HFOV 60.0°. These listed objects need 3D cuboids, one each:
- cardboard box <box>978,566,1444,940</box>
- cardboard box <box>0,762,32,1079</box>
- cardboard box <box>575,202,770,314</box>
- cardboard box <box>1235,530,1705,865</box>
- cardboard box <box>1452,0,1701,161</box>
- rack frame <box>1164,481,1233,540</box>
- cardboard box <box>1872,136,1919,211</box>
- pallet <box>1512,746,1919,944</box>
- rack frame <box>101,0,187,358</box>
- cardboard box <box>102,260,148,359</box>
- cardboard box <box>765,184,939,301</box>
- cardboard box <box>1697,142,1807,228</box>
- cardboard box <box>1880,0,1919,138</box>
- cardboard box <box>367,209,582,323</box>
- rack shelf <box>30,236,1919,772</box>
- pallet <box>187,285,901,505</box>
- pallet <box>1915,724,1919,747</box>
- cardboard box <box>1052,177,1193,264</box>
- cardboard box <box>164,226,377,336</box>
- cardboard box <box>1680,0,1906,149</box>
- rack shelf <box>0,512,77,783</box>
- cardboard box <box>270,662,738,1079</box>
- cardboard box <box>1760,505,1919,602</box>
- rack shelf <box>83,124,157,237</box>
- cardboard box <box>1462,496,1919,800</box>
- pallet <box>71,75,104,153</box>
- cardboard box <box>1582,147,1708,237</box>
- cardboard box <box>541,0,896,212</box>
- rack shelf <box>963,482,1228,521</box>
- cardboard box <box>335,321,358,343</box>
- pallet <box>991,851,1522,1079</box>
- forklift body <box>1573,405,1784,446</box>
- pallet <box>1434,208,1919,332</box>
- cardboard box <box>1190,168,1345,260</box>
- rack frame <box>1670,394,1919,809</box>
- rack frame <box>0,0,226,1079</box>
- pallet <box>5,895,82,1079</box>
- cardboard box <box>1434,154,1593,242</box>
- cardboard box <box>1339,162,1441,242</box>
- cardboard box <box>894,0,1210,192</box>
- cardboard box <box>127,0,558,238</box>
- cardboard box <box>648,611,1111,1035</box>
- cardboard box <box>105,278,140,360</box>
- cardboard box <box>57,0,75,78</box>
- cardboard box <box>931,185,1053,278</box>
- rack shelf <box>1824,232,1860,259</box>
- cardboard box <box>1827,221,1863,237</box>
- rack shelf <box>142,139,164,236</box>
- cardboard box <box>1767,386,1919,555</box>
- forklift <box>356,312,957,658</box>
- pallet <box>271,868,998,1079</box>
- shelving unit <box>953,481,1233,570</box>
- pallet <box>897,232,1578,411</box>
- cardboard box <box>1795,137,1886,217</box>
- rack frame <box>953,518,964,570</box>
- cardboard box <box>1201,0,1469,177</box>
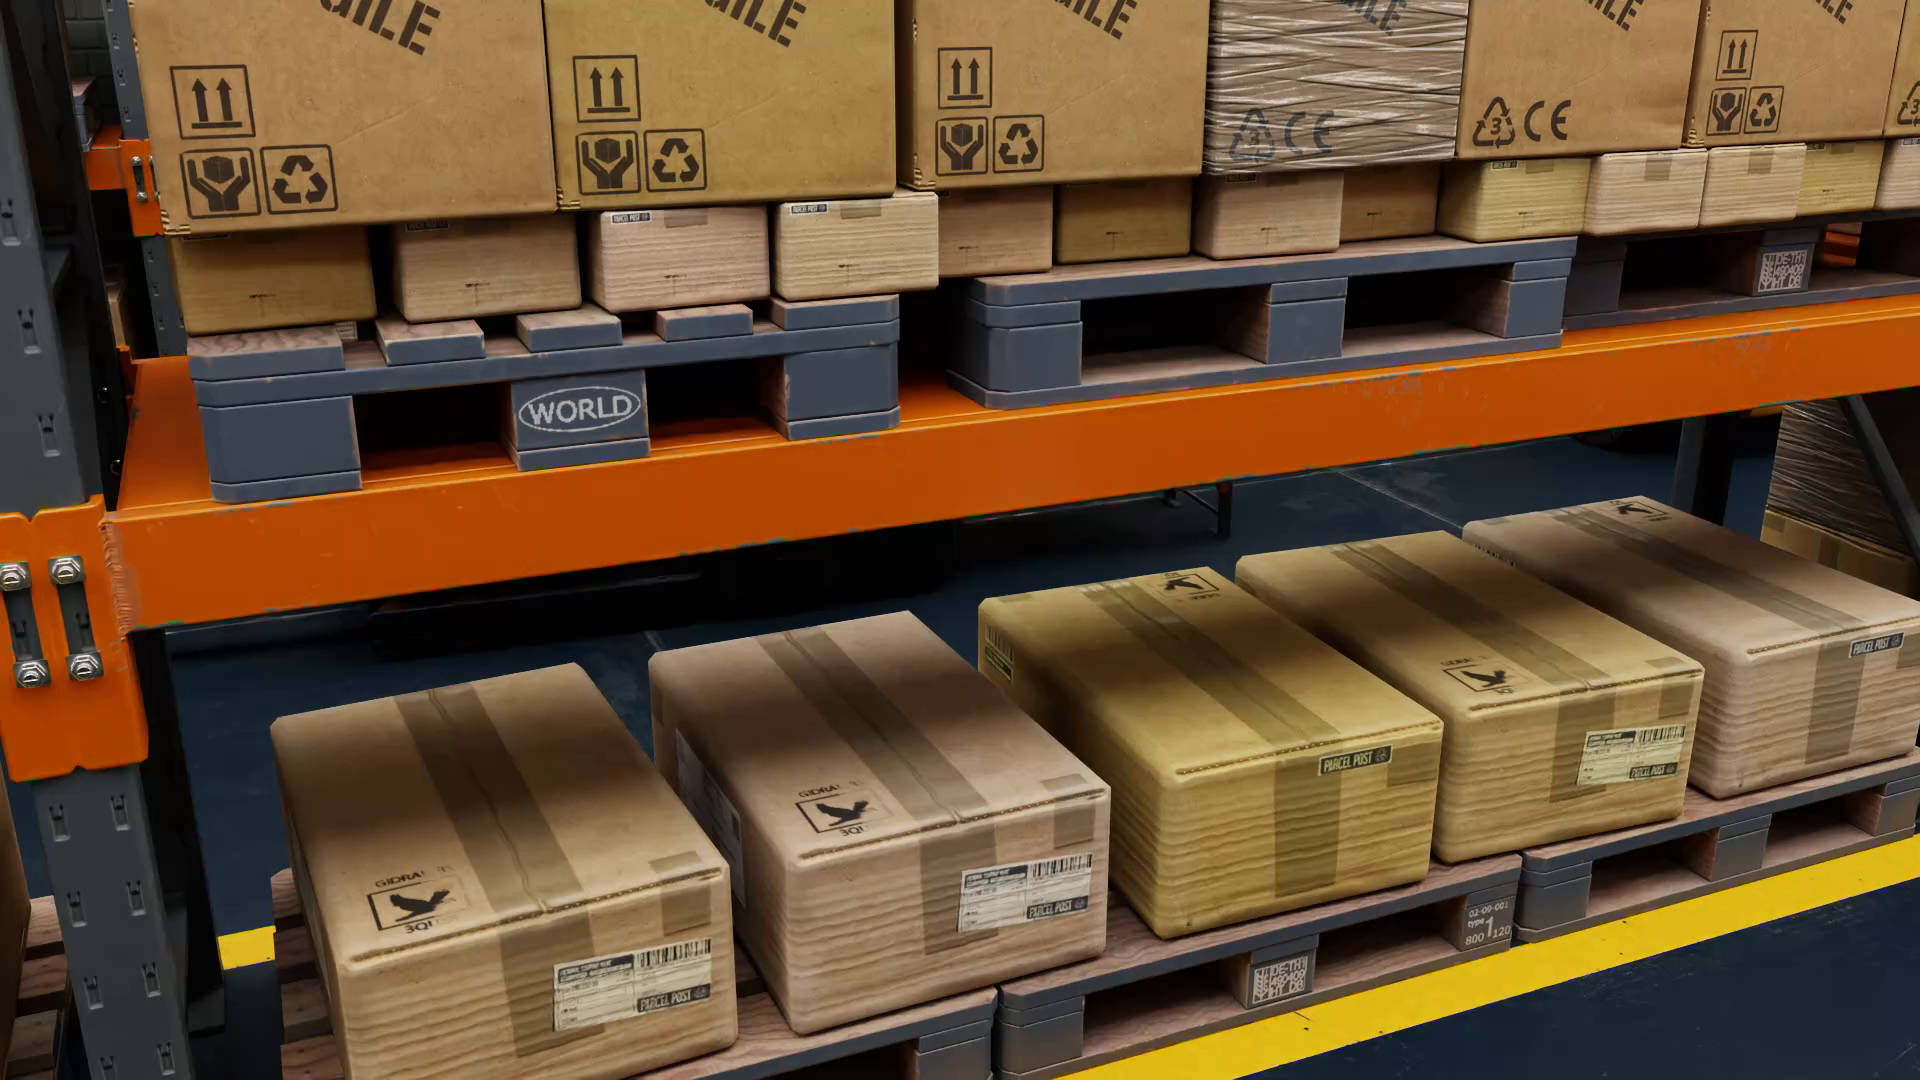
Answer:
[{"bbox_3d":[0.501,0.418,3.644,0.625,0.372,0.950,-7,21,-20],"label":"cardboard box"},{"bbox_3d":[-2.062,0.515,2.610,0.875,0.875,0.875,-8,21,-22],"label":"cardboard box"},{"bbox_3d":[-0.481,-0.469,2.585,0.250,0.149,0.380,-10,22,-25],"label":"cardboard box"},{"bbox_3d":[1.138,0.326,3.905,0.625,0.372,0.950,-7,21,-19],"label":"cardboard box"},{"bbox_3d":[1.013,-1.004,3.127,0.500,0.500,0.500,-7,21,-20],"label":"cardboard box"},{"bbox_3d":[0.887,-0.613,6.068,0.032,1.125,0.500,-6,20,-17],"label":"rack frame"},{"bbox_3d":[1.915,-0.809,3.549,0.250,0.149,0.380,-8,21,-21],"label":"cardboard box"},{"bbox_3d":[1.563,0.537,4.179,1.213,0.211,1.003,-8,21,-22],"label":"pallet"},{"bbox_3d":[-3.365,-1.868,6.811,0.127,3.000,1.000,-8,21,-22],"label":"rack frame"},{"bbox_3d":[-3.863,-0.917,7.242,0.500,0.500,0.500,-7,21,-20],"label":"cardboard box"},{"bbox_3d":[-0.220,-0.499,2.670,0.250,0.149,0.380,-8,21,-22],"label":"cardboard box"},{"bbox_3d":[1.443,-0.735,3.338,0.250,0.149,0.380,-9,21,-23],"label":"cardboard box"},{"bbox_3d":[1.944,-1.136,3.501,0.500,0.500,0.500,-9,21,-23],"label":"cardboard box"},{"bbox_3d":[-0.750,-0.447,2.522,0.250,0.149,0.380,-10,22,-25],"label":"cardboard box"},{"bbox_3d":[0.441,-0.279,3.380,4.000,0.370,1.077,-8,21,-22],"label":"rack shelf"},{"bbox_3d":[-0.783,-0.391,2.904,1.003,0.211,1.213,-8,21,-22],"label":"pallet"},{"bbox_3d":[2.880,0.335,4.753,1.213,0.211,1.003,-8,21,-22],"label":"pallet"},{"bbox_3d":[0.214,-0.604,2.967,0.250,0.149,0.380,-7,21,-20],"label":"cardboard box"},{"bbox_3d":[-1.023,-0.421,2.446,0.250,0.149,0.380,-9,22,-25],"label":"cardboard box"},{"bbox_3d":[1.490,-1.070,3.314,0.500,0.500,0.500,-8,21,-22],"label":"cardboard box"},{"bbox_3d":[-3.232,0.248,1.886,4.000,0.370,1.077,-8,21,-22],"label":"rack shelf"},{"bbox_3d":[-0.872,0.615,3.083,0.625,0.372,0.950,-10,22,-26],"label":"cardboard box"},{"bbox_3d":[2.714,0.058,4.849,0.500,0.250,0.500,-7,21,-19],"label":"cardboard box"},{"bbox_3d":[-5.201,-1.266,6.183,4.000,0.370,1.077,-8,21,-22],"label":"rack shelf"},{"bbox_3d":[1.797,0.230,4.176,0.625,0.372,0.950,-8,21,-21],"label":"cardboard box"},{"bbox_3d":[-3.959,-1.667,6.529,1.003,0.211,1.213,-8,21,-22],"label":"pallet"},{"bbox_3d":[1.210,-0.700,3.240,0.250,0.149,0.380,-8,21,-21],"label":"cardboard box"},{"bbox_3d":[-0.415,-0.800,2.546,0.500,0.500,0.500,-7,21,-19],"label":"cardboard box"},{"bbox_3d":[0.404,-0.329,5.999,1.000,0.278,0.538,-6,20,-17],"label":"rack shelf"},{"bbox_3d":[-2.787,-1.024,7.357,0.625,0.625,0.875,-7,21,-20],"label":"cardboard box"},{"bbox_3d":[0.442,0.699,3.719,1.213,0.211,1.003,-8,21,-22],"label":"pallet"},{"bbox_3d":[2.962,-1.714,7.652,1.214,2.155,2.313,-8,21,-22],"label":"forklift body"},{"bbox_3d":[1.518,-0.734,3.880,1.213,0.211,1.003,-8,21,-22],"label":"pallet"},{"bbox_3d":[0.480,-0.618,3.008,0.250,0.149,0.380,-7,21,-20],"label":"cardboard box"},{"bbox_3d":[2.278,-0.881,4.008,0.127,3.000,1.000,-8,21,-22],"label":"rack frame"},{"bbox_3d":[-1.395,-0.355,2.513,0.127,3.000,1.000,-8,21,-22],"label":"rack frame"},{"bbox_3d":[-2.149,1.041,2.747,1.213,0.211,1.003,-8,21,-22],"label":"pallet"},{"bbox_3d":[0.972,-0.679,3.180,0.250,0.149,0.380,-8,21,-22],"label":"cardboard box"},{"bbox_3d":[0.690,-0.676,3.170,0.250,0.149,0.380,-9,21,-24],"label":"cardboard box"},{"bbox_3d":[0.070,-0.872,2.750,0.500,0.500,0.500,-8,21,-21],"label":"cardboard box"},{"bbox_3d":[-0.890,-0.729,2.345,0.500,0.500,0.500,-9,21,-23],"label":"cardboard box"},{"bbox_3d":[-0.198,0.516,3.365,0.625,0.372,0.950,-9,21,-23],"label":"cardboard box"},{"bbox_3d":[-3.668,-0.766,6.812,0.500,0.500,0.500,-8,21,-20],"label":"cardboard box"},{"bbox_3d":[-3.899,-2.093,6.668,0.500,0.500,0.500,-7,21,-19],"label":"cardboard box"},{"bbox_3d":[-0.030,-0.555,2.827,0.250,0.149,0.380,-7,21,-19],"label":"cardboard box"},{"bbox_3d":[4.114,-0.805,4.875,4.000,0.370,1.077,-8,21,-22],"label":"rack shelf"},{"bbox_3d":[2.452,-0.898,4.434,0.250,0.149,0.380,-8,21,-22],"label":"cardboard box"},{"bbox_3d":[-1.528,-1.792,7.678,4.000,0.370,1.077,-8,21,-22],"label":"rack shelf"},{"bbox_3d":[2.715,-0.296,4.724,0.500,0.500,0.500,-8,21,-23],"label":"cardboard box"},{"bbox_3d":[-1.586,-1.224,5.086,3.031,2.935,1.130,-6,20,-17],"label":"forklift"},{"bbox_3d":[-0.677,0.858,3.267,1.213,0.211,1.003,-8,21,-22],"label":"pallet"},{"bbox_3d":[0.404,-0.560,5.917,1.048,1.125,0.538,-6,20,-17],"label":"shelving unit"},{"bbox_3d":[0.406,-0.537,3.320,1.213,0.211,1.003,-8,21,-22],"label":"pallet"},{"bbox_3d":[1.665,-0.779,3.465,0.250,0.149,0.380,-9,21,-24],"label":"cardboard box"},{"bbox_3d":[-0.078,-0.506,5.767,0.032,1.125,0.500,-6,20,-17],"label":"rack frame"},{"bbox_3d":[0.533,-0.935,2.930,0.500,0.500,0.500,-9,21,-24],"label":"cardboard box"}]
